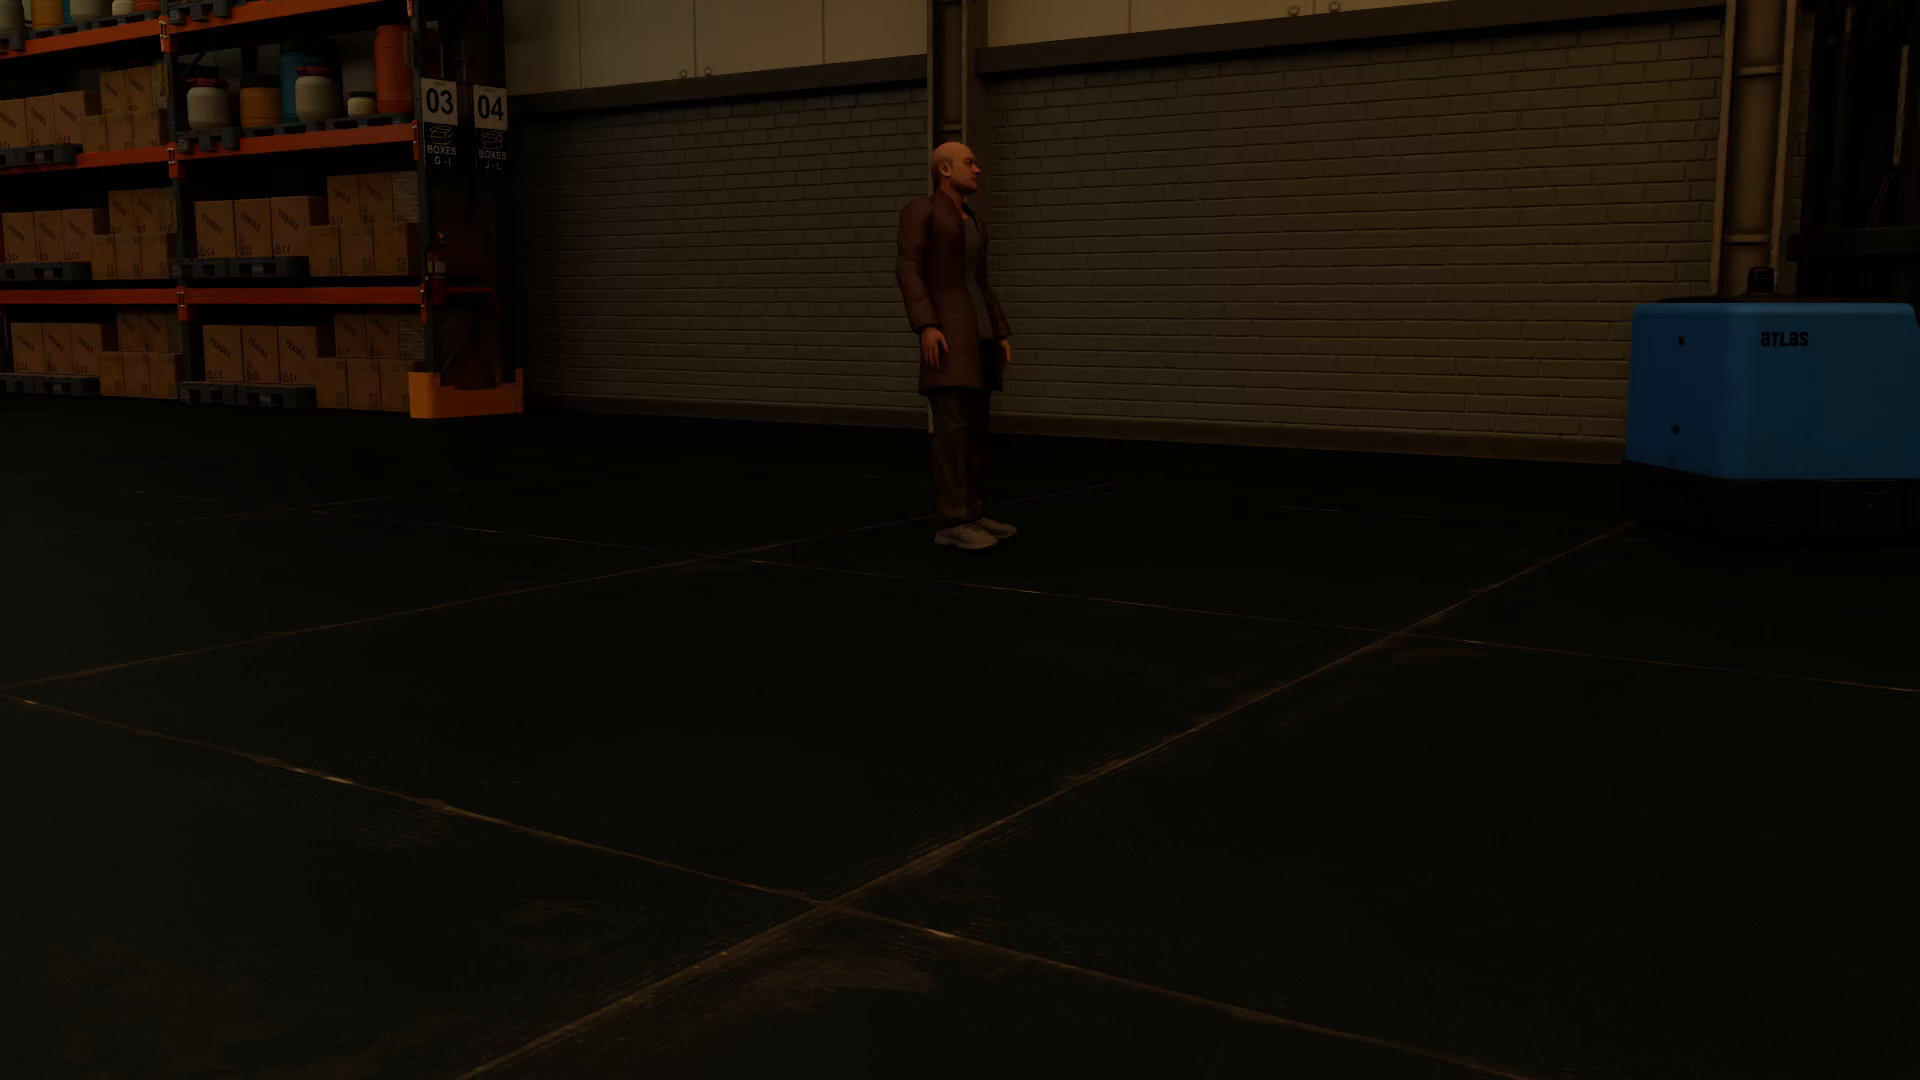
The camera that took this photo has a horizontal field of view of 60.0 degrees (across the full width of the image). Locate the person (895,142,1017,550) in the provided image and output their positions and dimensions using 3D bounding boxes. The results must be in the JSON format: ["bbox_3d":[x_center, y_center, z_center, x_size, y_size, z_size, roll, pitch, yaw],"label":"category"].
[{"bbox_3d":[0.072,-0.880,7.423,0.582,1.776,0.696,5,10,34],"label":"person"}]

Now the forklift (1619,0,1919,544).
[{"bbox_3d":[4.792,-1.492,7.683,3.031,2.935,1.130,-1,8,-4],"label":"forklift"}]
